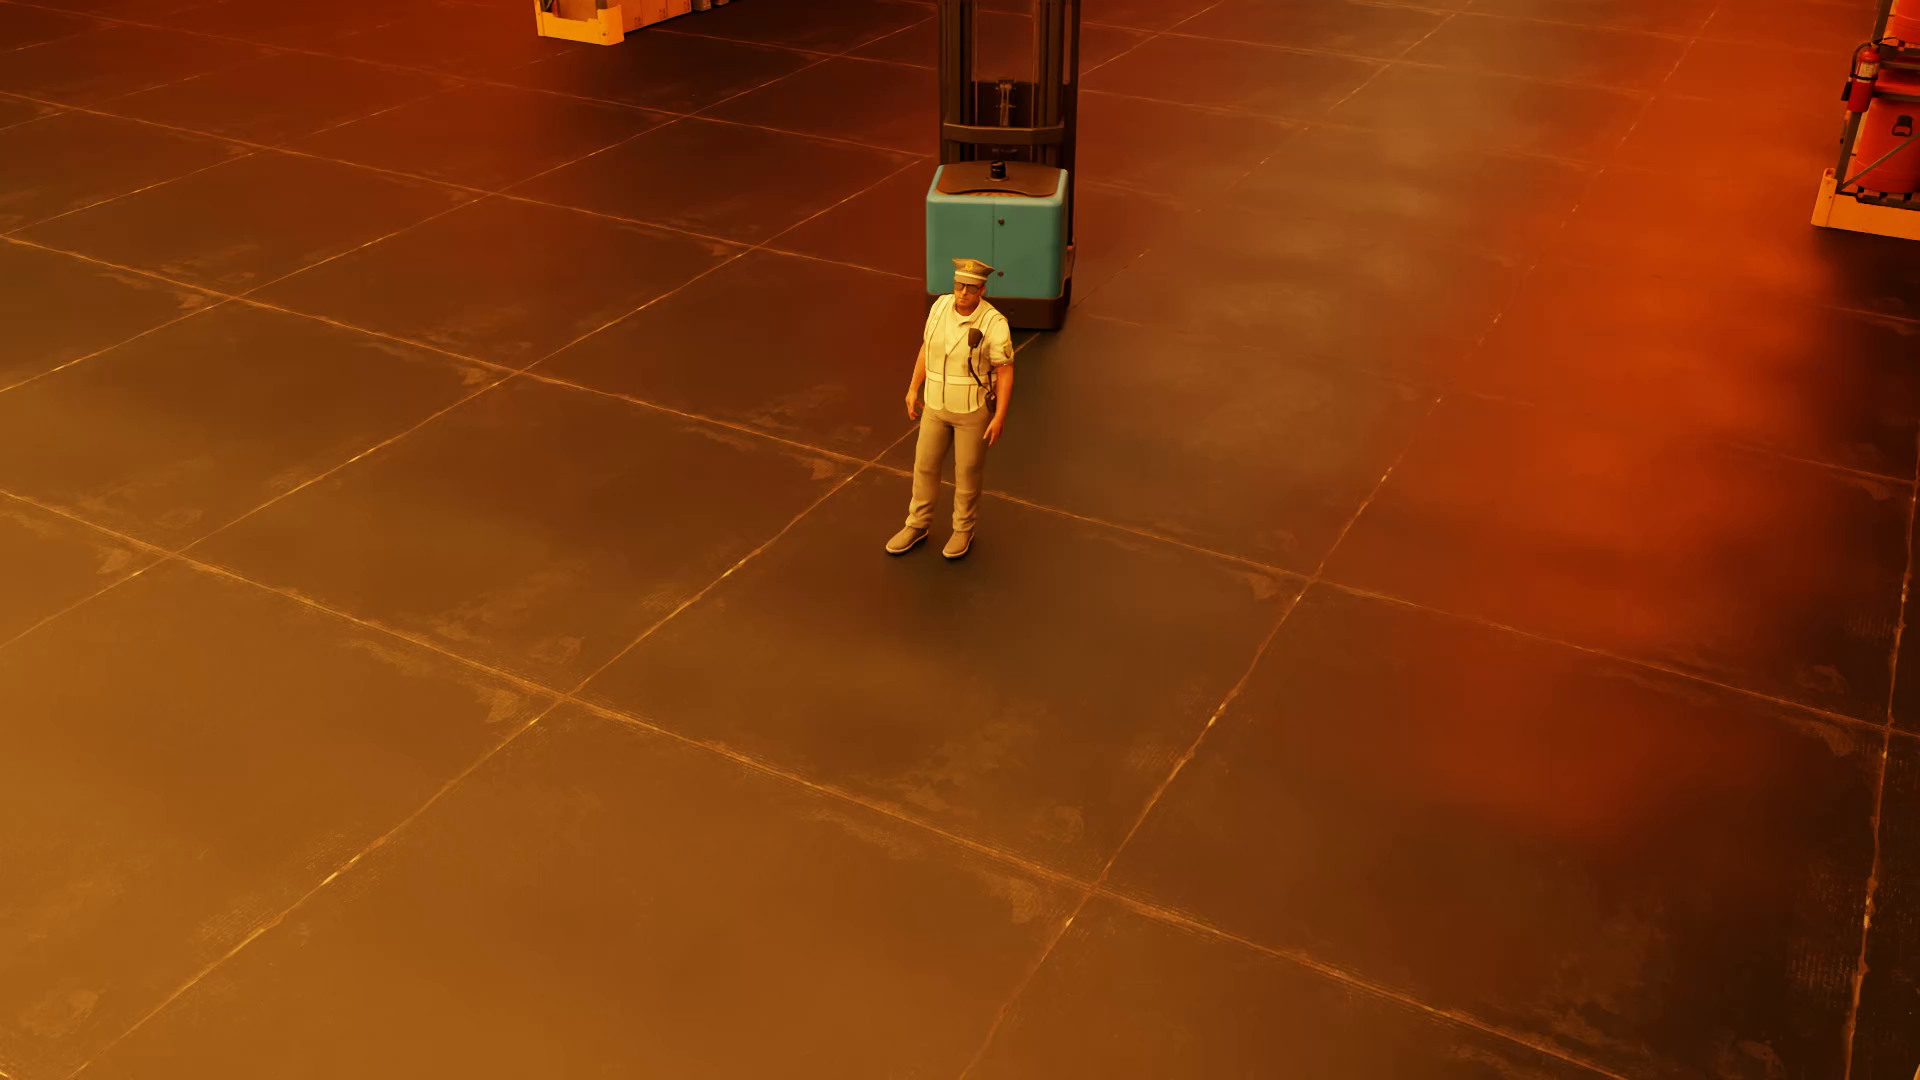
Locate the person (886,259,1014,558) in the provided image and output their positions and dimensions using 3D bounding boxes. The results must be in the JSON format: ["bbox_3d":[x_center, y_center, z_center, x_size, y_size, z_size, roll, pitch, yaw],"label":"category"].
[{"bbox_3d":[-0.048,-0.744,9.502,0.640,1.773,0.575,15,33,25],"label":"person"}]

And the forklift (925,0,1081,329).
[{"bbox_3d":[0.405,-3.584,13.280,1.130,2.935,3.031,3,30,5],"label":"forklift"}]
